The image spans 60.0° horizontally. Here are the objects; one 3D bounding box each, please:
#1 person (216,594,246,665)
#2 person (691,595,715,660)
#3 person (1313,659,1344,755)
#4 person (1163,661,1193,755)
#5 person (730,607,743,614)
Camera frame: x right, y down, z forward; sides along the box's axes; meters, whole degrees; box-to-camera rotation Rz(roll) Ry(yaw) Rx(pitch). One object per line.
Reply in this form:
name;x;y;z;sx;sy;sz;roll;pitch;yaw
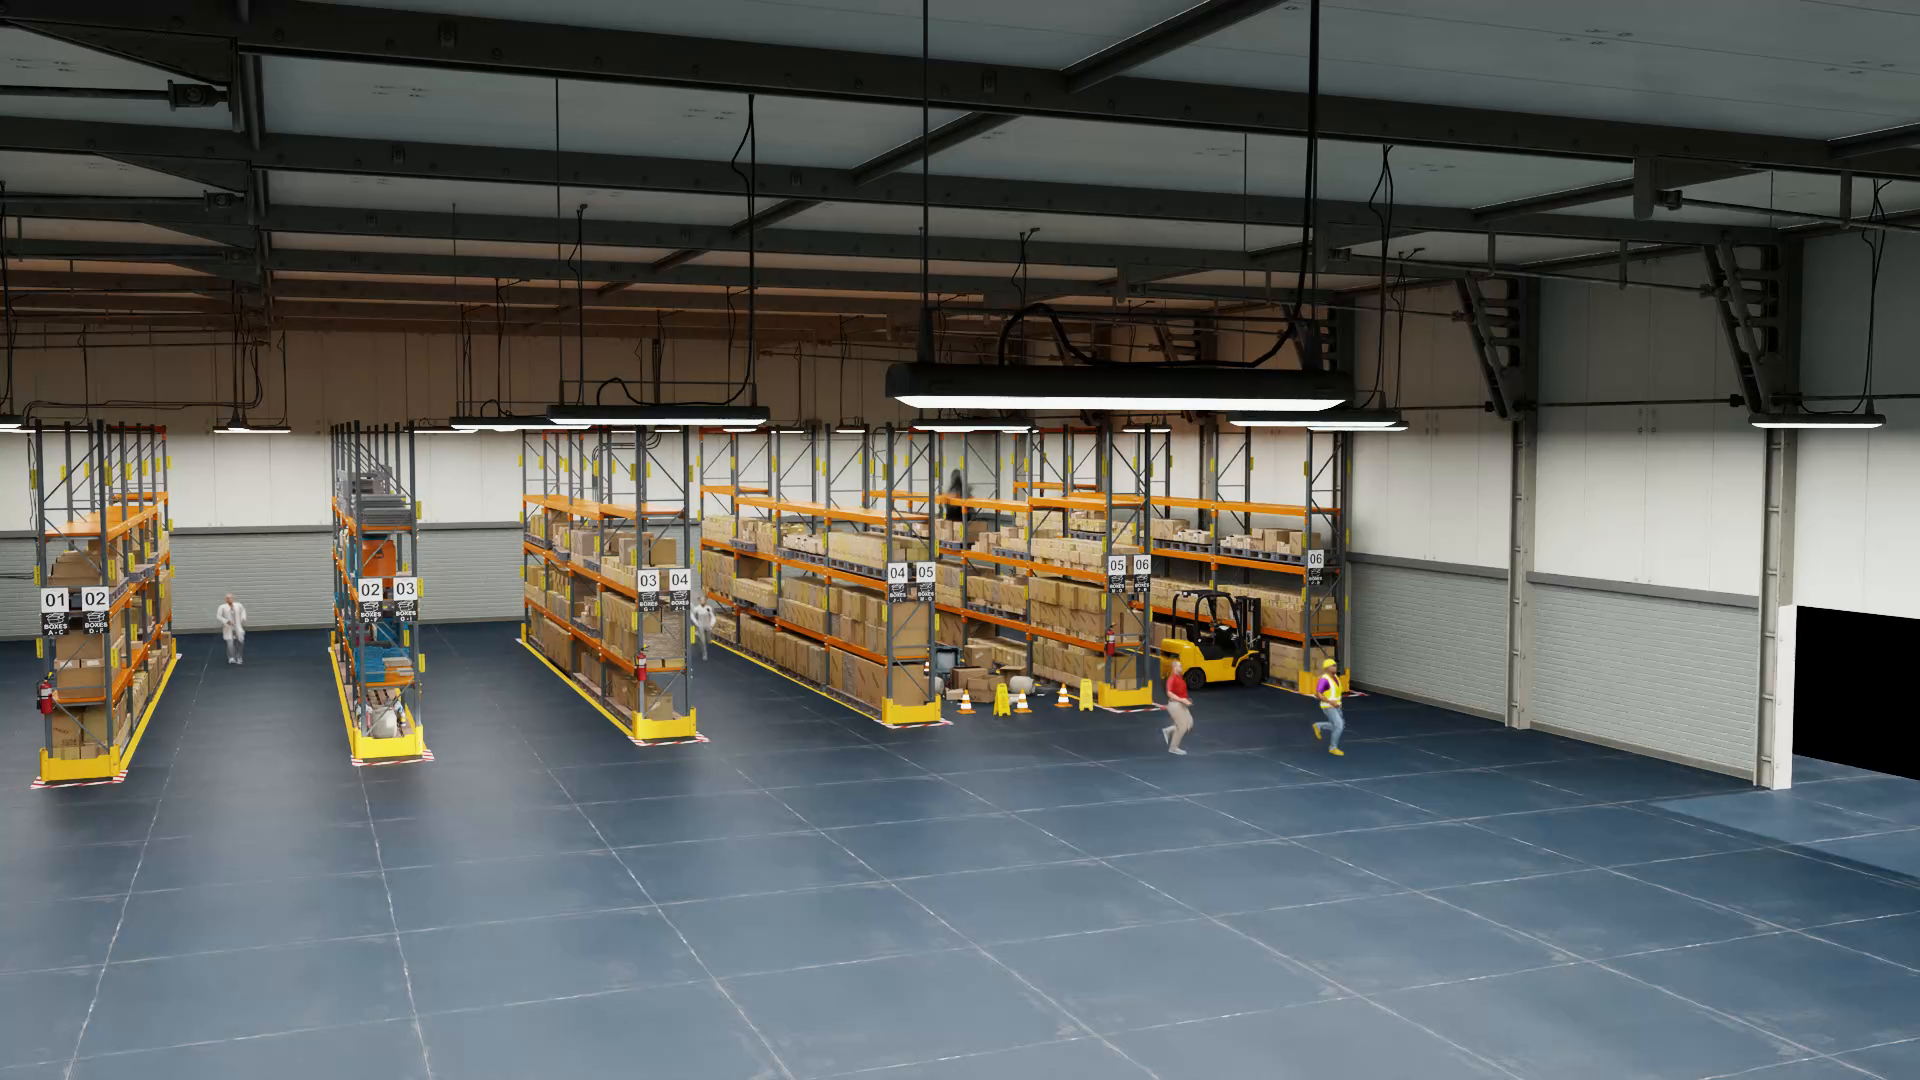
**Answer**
person;-18.262;2.246;41.706;0.719;1.803;0.728;-2;4;-35
person;-6.617;2.241;42.889;0.616;1.662;0.773;-2;4;-24
person;6.655;2.998;30.059;0.661;1.707;0.720;3;4;35
person;3.930;3.017;29.985;0.573;1.685;0.664;2;4;23
person;-6.645;1.792;49.691;0.633;1.689;0.560;-2;4;-32
